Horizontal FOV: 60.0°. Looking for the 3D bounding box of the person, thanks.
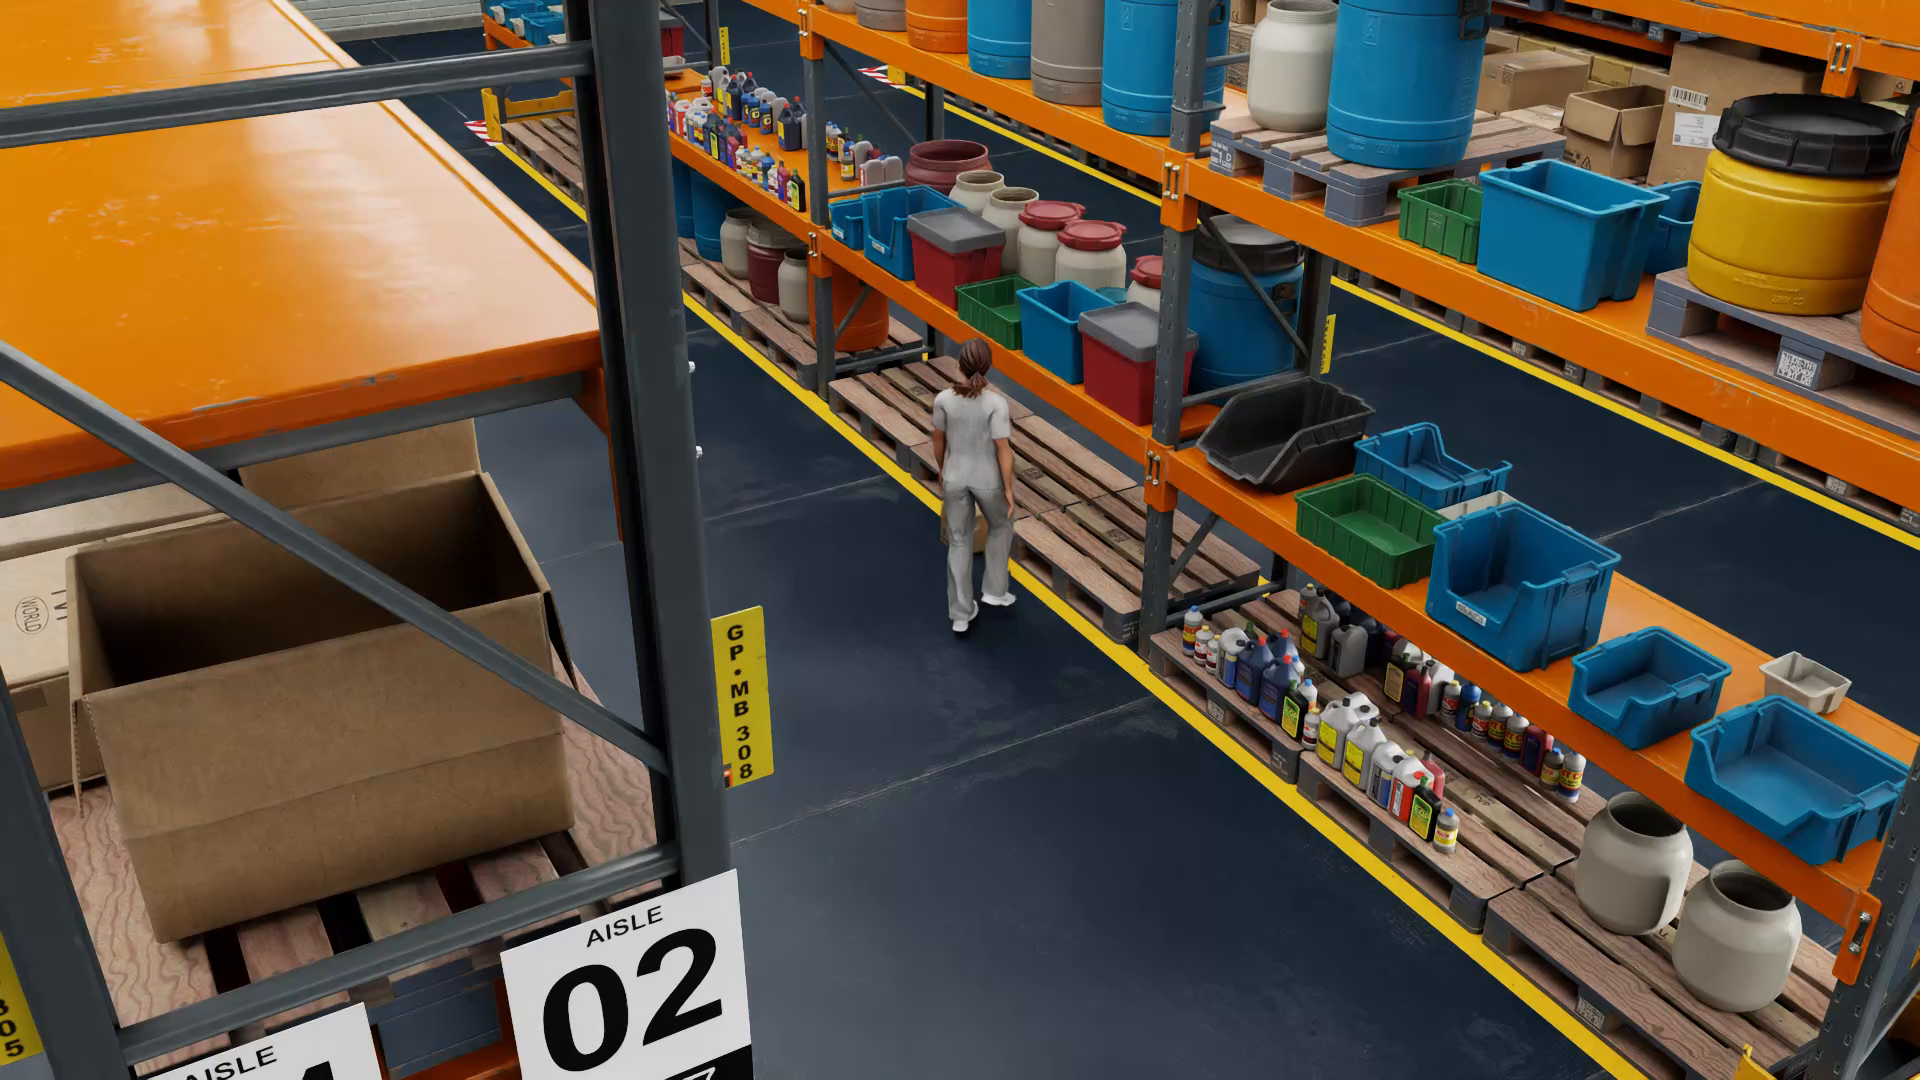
[{"bbox_3d":[0.084,-0.293,9.121,0.489,1.727,0.557,7,30,13],"label":"person"}]
